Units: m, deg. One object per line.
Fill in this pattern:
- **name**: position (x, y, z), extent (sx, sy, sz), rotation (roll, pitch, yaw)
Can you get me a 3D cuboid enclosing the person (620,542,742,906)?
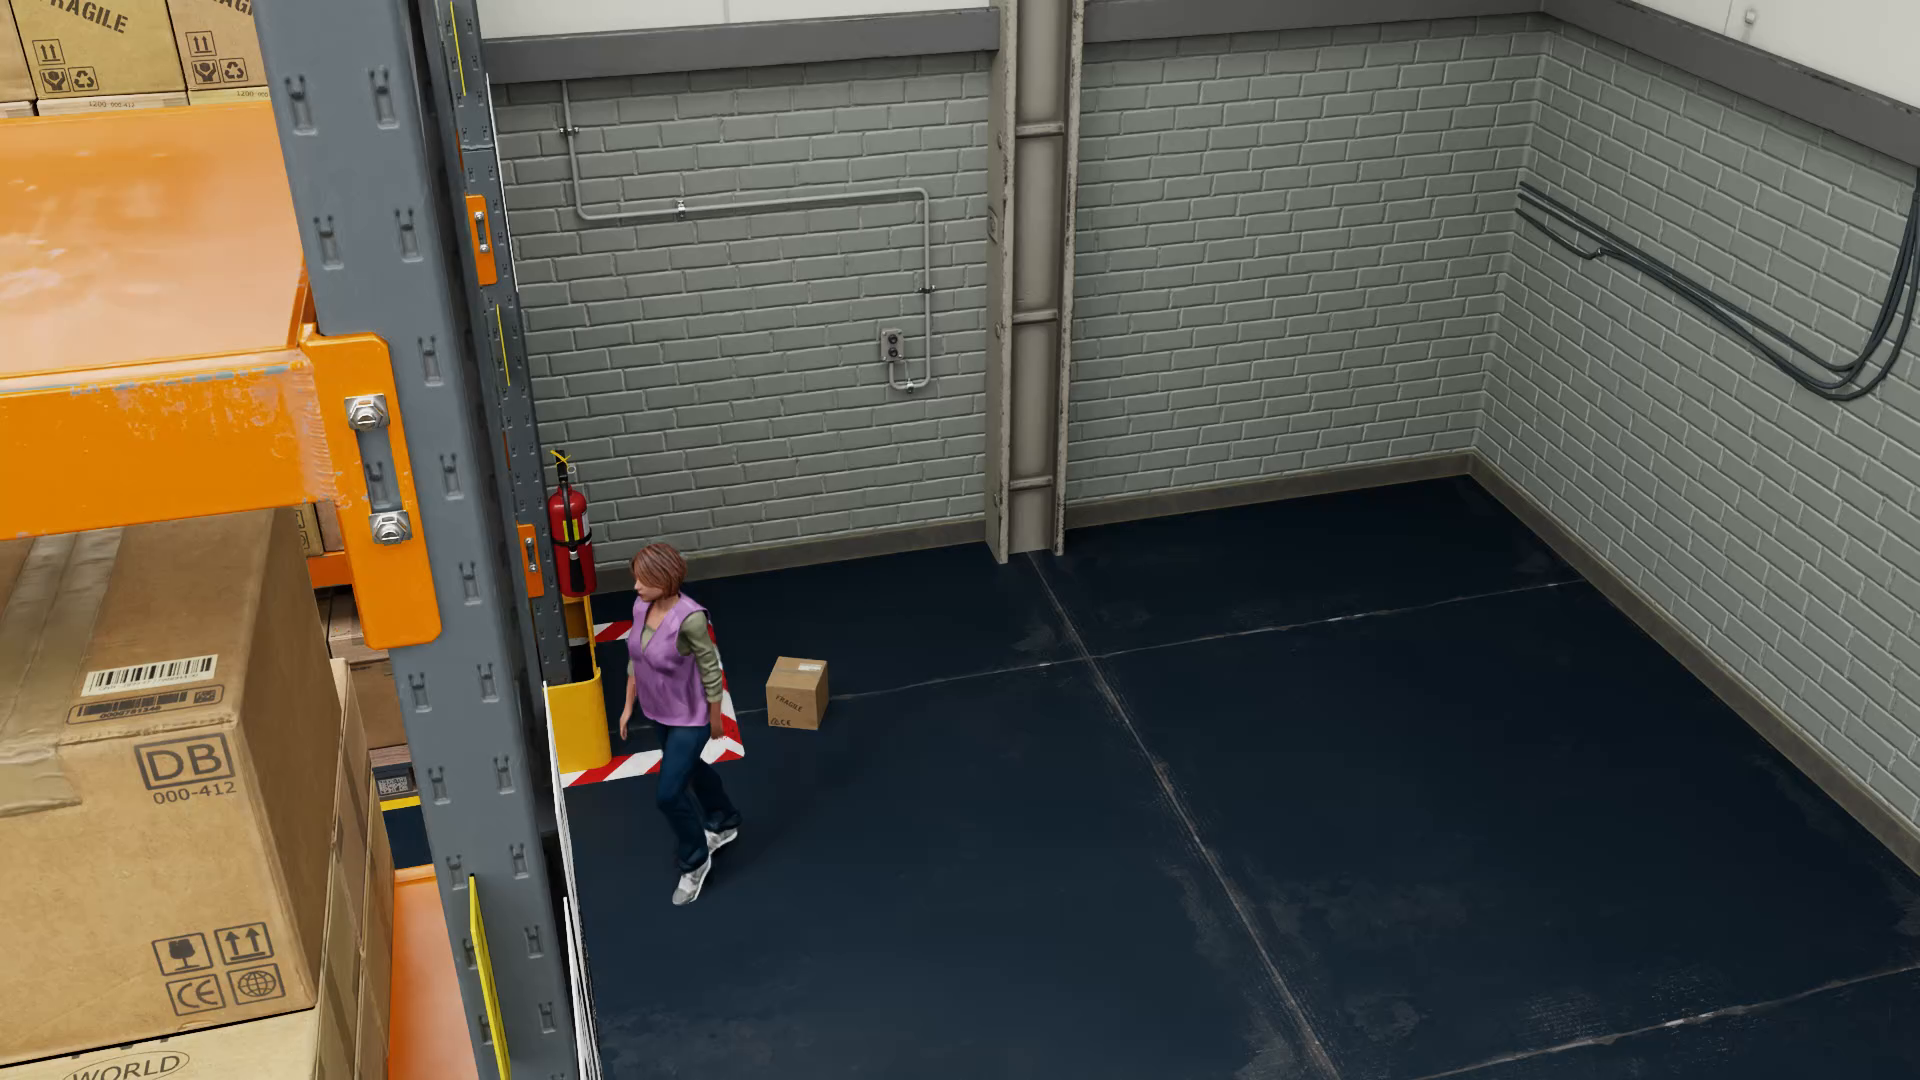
- **person**: position (-1.185, 0.750, 7.004), extent (0.419, 1.628, 0.488), rotation (26, 39, 36)
